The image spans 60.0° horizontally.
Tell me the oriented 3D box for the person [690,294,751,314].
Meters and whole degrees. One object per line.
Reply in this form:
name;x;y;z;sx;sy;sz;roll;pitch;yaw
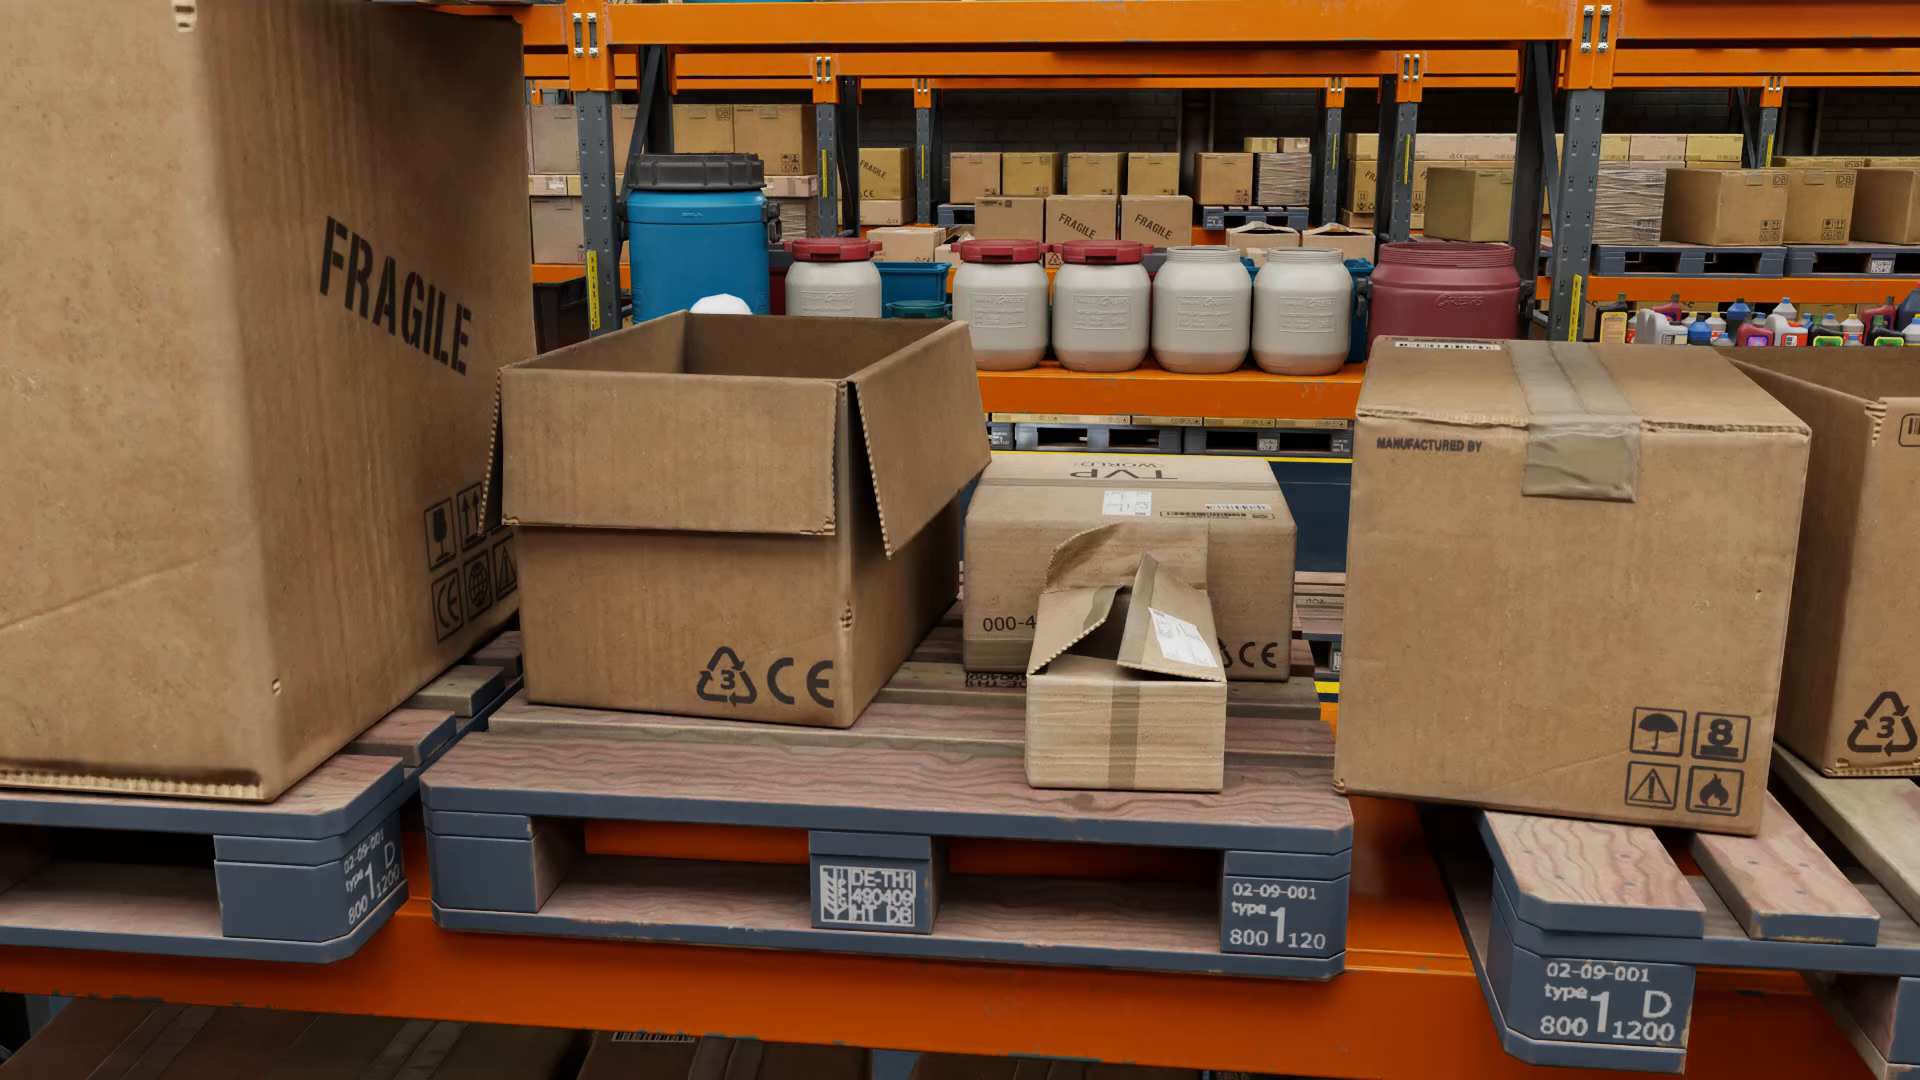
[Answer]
person;-0.768;-0.004;5.985;0.462;1.759;0.628;1;14;3
